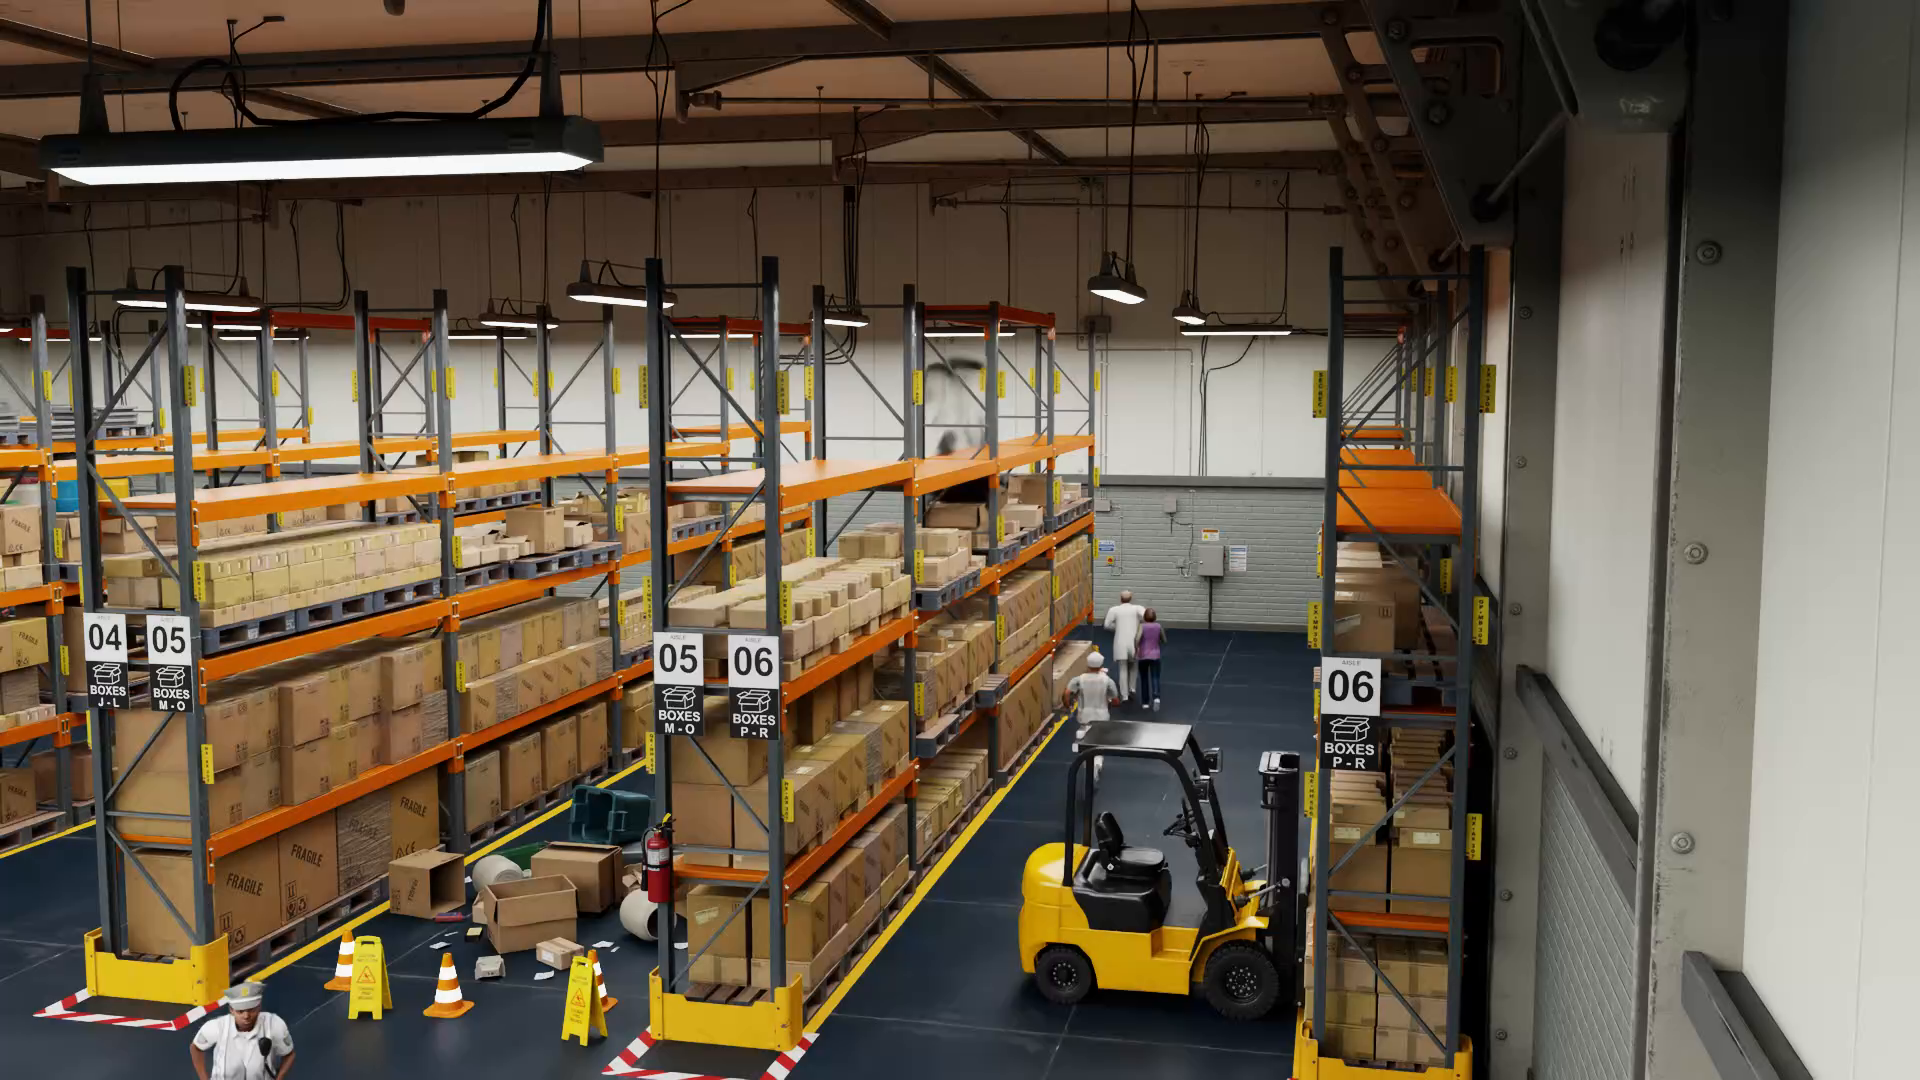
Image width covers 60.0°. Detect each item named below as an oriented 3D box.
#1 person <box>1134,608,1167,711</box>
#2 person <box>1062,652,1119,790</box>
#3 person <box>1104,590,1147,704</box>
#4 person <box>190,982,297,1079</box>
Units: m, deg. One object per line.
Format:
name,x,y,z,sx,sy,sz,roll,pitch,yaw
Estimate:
person,2.868,1.814,25.088,0.537,1.586,0.881,0,6,-3
person,1.611,2.235,20.282,0.671,1.778,0.991,1,6,14
person,2.604,1.696,25.839,0.742,1.780,0.986,0,6,2
person,-4.253,3.365,9.908,0.572,1.682,0.873,-3,7,-28
